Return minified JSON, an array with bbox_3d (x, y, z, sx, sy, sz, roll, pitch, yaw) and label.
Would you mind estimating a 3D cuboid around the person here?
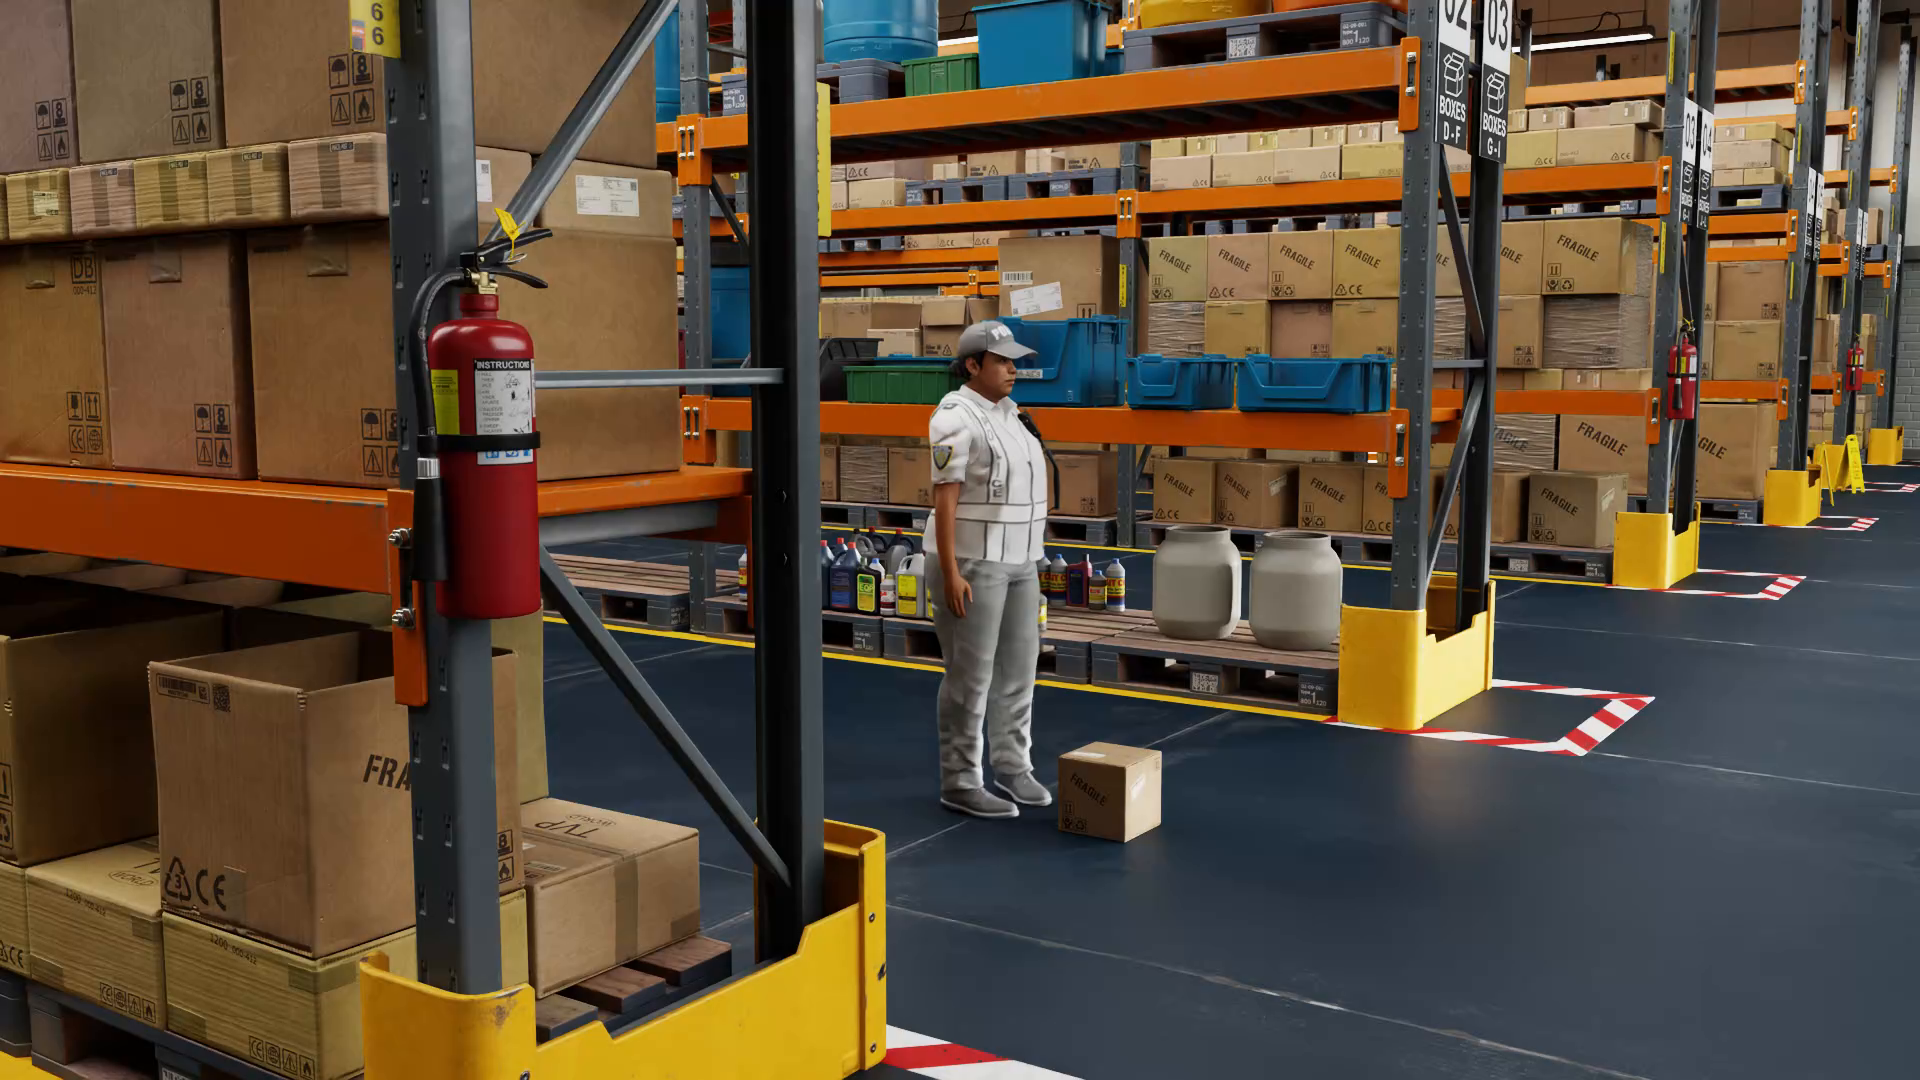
[{"bbox_3d":[0.098,0.094,5.667,0.387,1.670,0.506,4,8,33],"label":"person"}]
